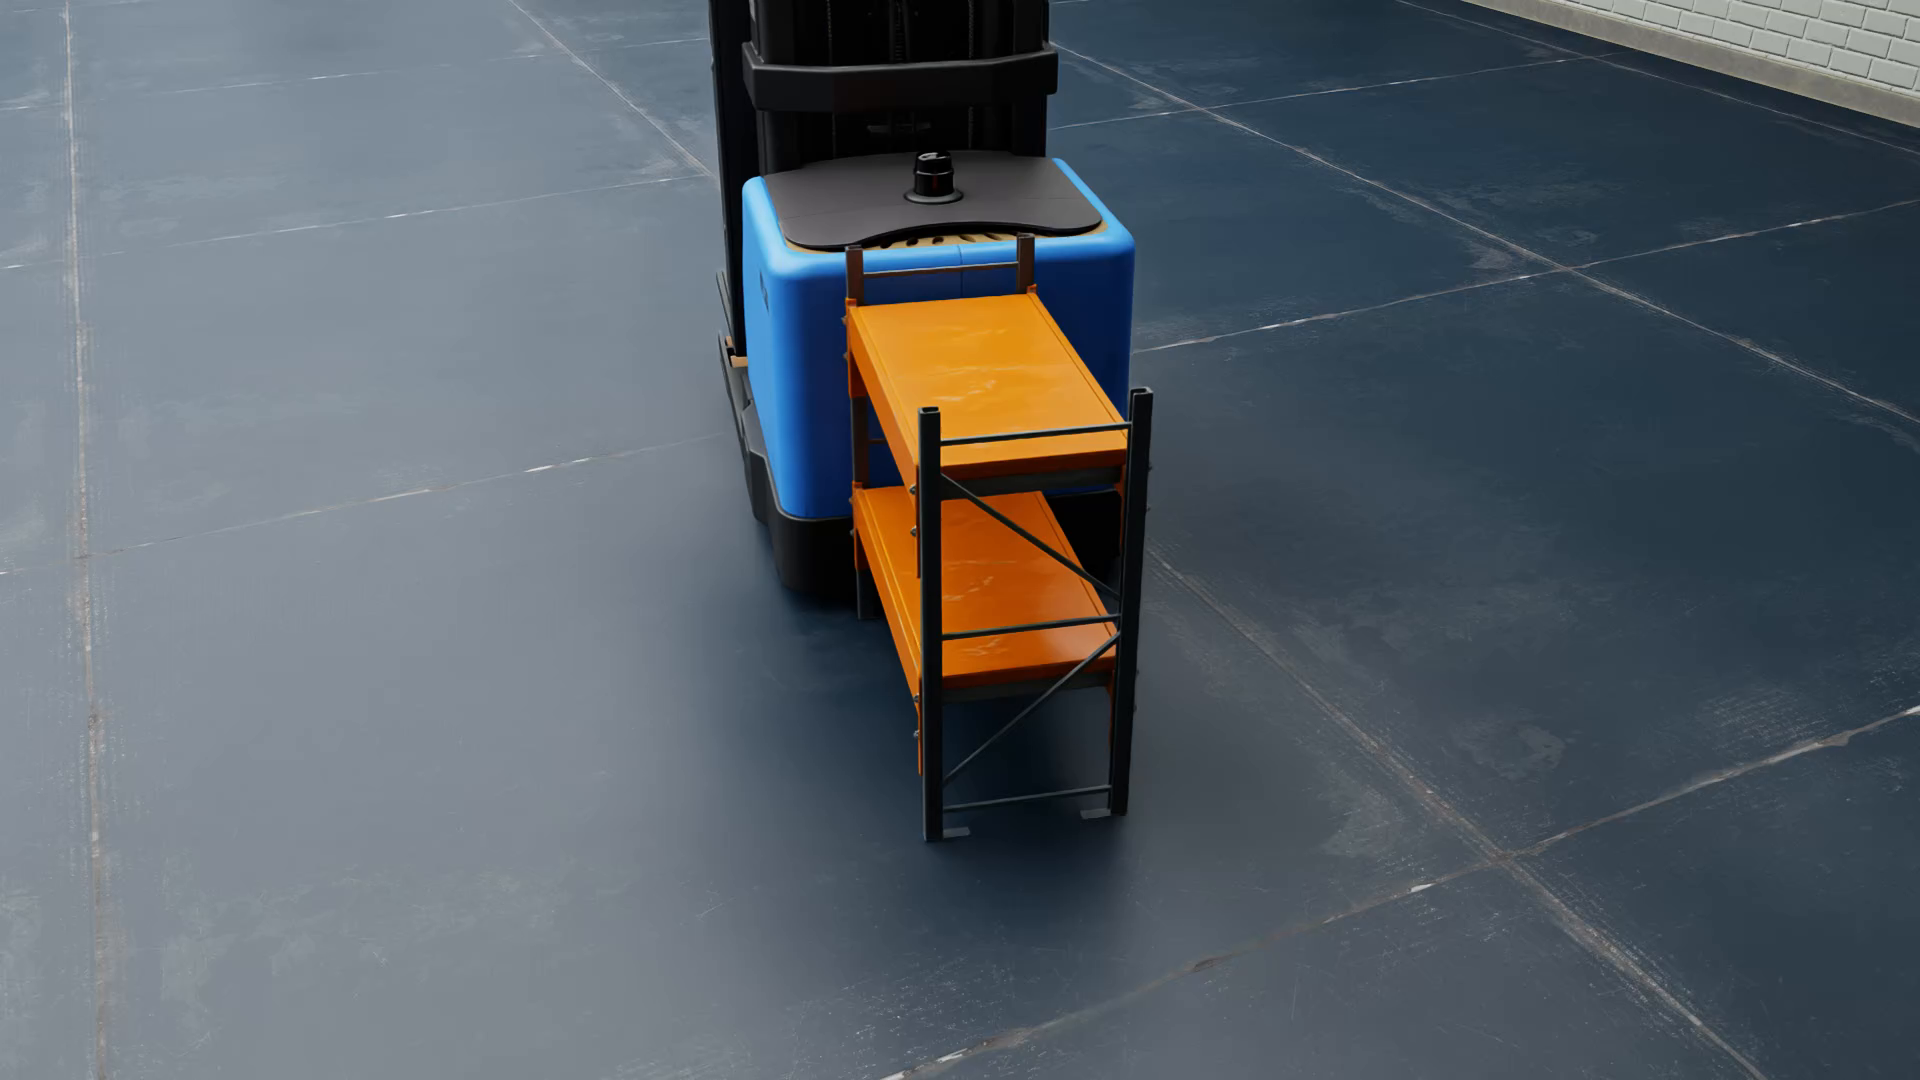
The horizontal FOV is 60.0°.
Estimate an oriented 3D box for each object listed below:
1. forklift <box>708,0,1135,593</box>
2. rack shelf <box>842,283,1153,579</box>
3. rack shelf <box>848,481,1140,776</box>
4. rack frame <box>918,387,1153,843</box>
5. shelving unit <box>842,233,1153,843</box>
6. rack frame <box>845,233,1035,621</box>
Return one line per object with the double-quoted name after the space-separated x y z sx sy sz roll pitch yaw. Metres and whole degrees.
-0.305 -1.828 5.514 1.130 2.935 3.031 -6 30 -10 "forklift"
0.055 -0.300 4.037 0.538 0.278 1.000 -6 30 -10 "rack shelf"
0.055 0.168 4.299 0.538 0.278 1.000 -6 30 -10 "rack shelf"
0.160 0.198 3.746 0.500 1.125 0.032 -6 30 -10 "rack frame"
0.055 -0.045 4.180 0.538 1.125 1.048 -6 30 -10 "shelving unit"
-0.051 -0.288 4.614 0.500 1.125 0.032 -6 30 -10 "rack frame"
